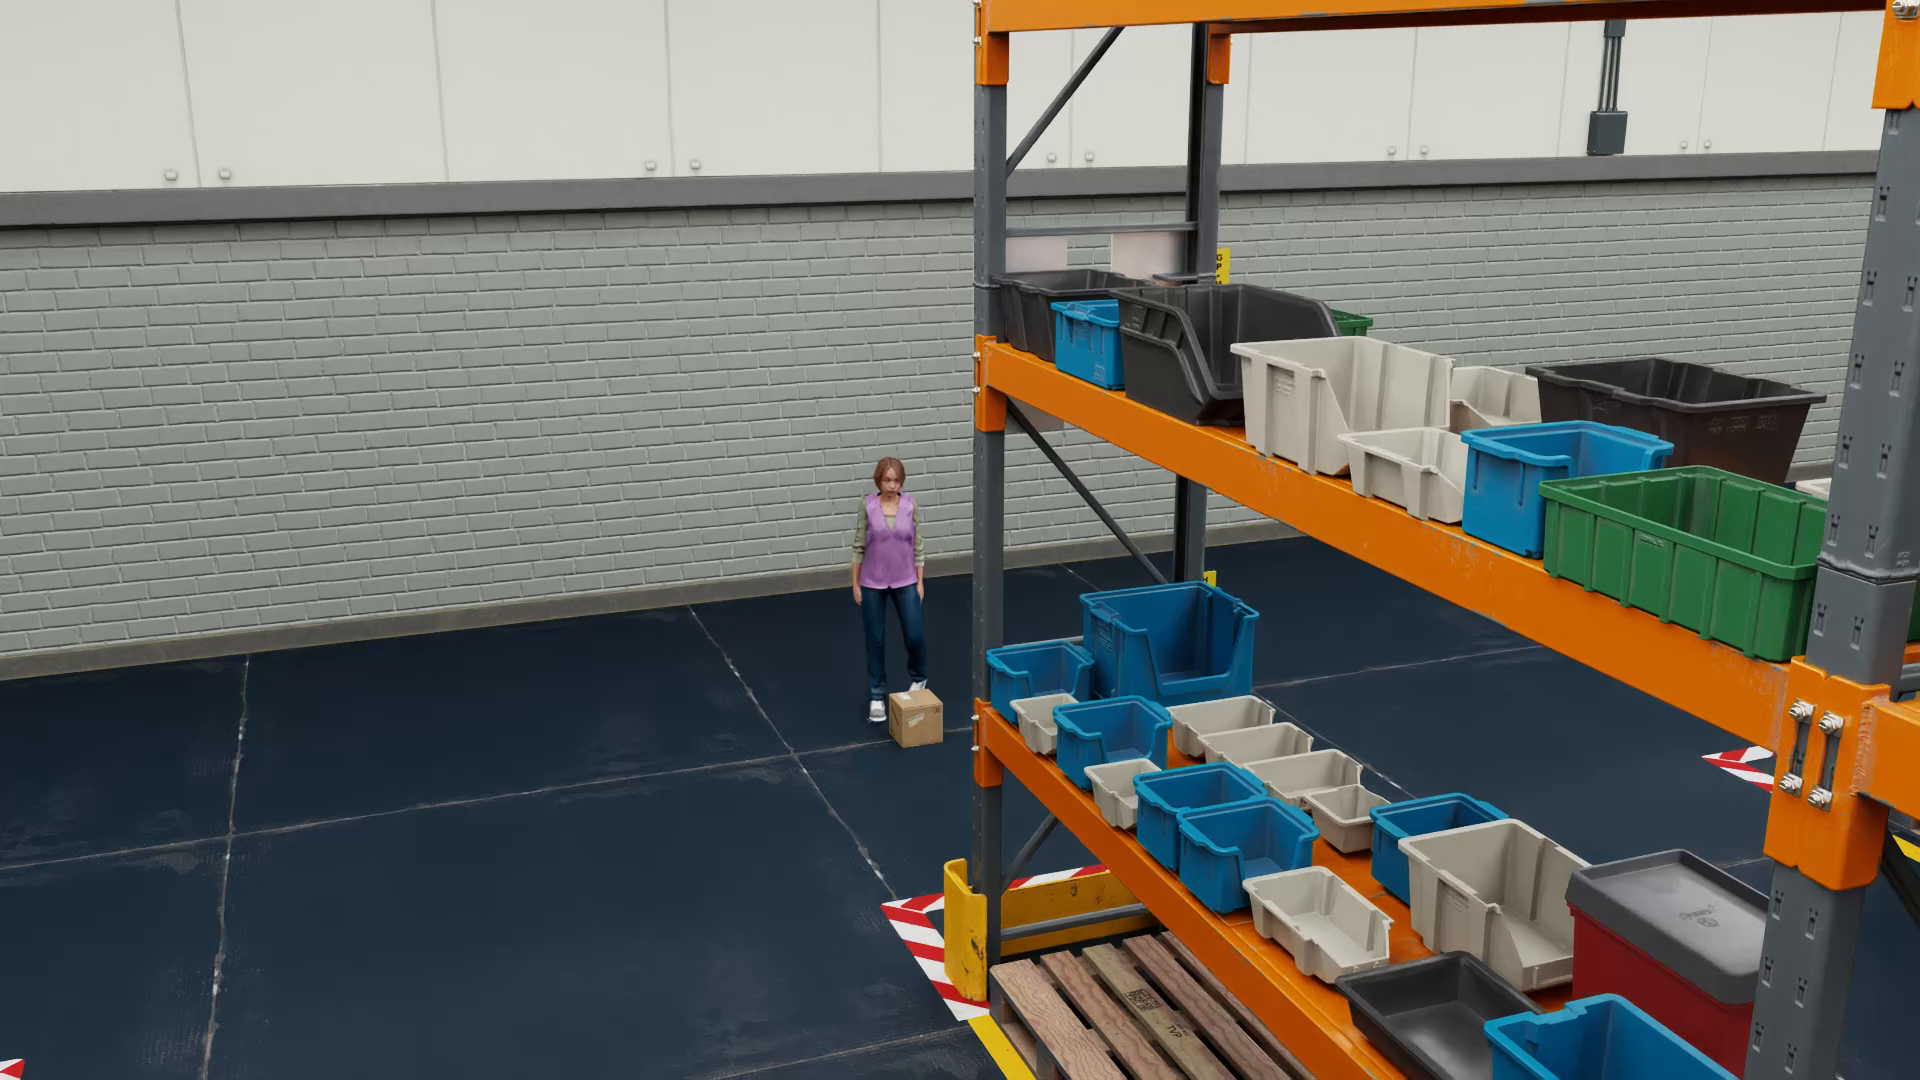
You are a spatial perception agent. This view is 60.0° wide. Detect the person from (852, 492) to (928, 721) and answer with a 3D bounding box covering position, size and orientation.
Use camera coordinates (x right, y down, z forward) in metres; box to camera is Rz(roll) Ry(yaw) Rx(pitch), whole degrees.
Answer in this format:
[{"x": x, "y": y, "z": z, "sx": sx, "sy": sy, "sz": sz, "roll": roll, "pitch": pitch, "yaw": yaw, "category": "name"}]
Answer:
[{"x": -4.436, "y": 0.359, "z": 6.858, "sx": 9.158, "sy": 3.193, "sz": 5.598, "roll": -2, "pitch": 16, "yaw": -6, "category": "person"}]
